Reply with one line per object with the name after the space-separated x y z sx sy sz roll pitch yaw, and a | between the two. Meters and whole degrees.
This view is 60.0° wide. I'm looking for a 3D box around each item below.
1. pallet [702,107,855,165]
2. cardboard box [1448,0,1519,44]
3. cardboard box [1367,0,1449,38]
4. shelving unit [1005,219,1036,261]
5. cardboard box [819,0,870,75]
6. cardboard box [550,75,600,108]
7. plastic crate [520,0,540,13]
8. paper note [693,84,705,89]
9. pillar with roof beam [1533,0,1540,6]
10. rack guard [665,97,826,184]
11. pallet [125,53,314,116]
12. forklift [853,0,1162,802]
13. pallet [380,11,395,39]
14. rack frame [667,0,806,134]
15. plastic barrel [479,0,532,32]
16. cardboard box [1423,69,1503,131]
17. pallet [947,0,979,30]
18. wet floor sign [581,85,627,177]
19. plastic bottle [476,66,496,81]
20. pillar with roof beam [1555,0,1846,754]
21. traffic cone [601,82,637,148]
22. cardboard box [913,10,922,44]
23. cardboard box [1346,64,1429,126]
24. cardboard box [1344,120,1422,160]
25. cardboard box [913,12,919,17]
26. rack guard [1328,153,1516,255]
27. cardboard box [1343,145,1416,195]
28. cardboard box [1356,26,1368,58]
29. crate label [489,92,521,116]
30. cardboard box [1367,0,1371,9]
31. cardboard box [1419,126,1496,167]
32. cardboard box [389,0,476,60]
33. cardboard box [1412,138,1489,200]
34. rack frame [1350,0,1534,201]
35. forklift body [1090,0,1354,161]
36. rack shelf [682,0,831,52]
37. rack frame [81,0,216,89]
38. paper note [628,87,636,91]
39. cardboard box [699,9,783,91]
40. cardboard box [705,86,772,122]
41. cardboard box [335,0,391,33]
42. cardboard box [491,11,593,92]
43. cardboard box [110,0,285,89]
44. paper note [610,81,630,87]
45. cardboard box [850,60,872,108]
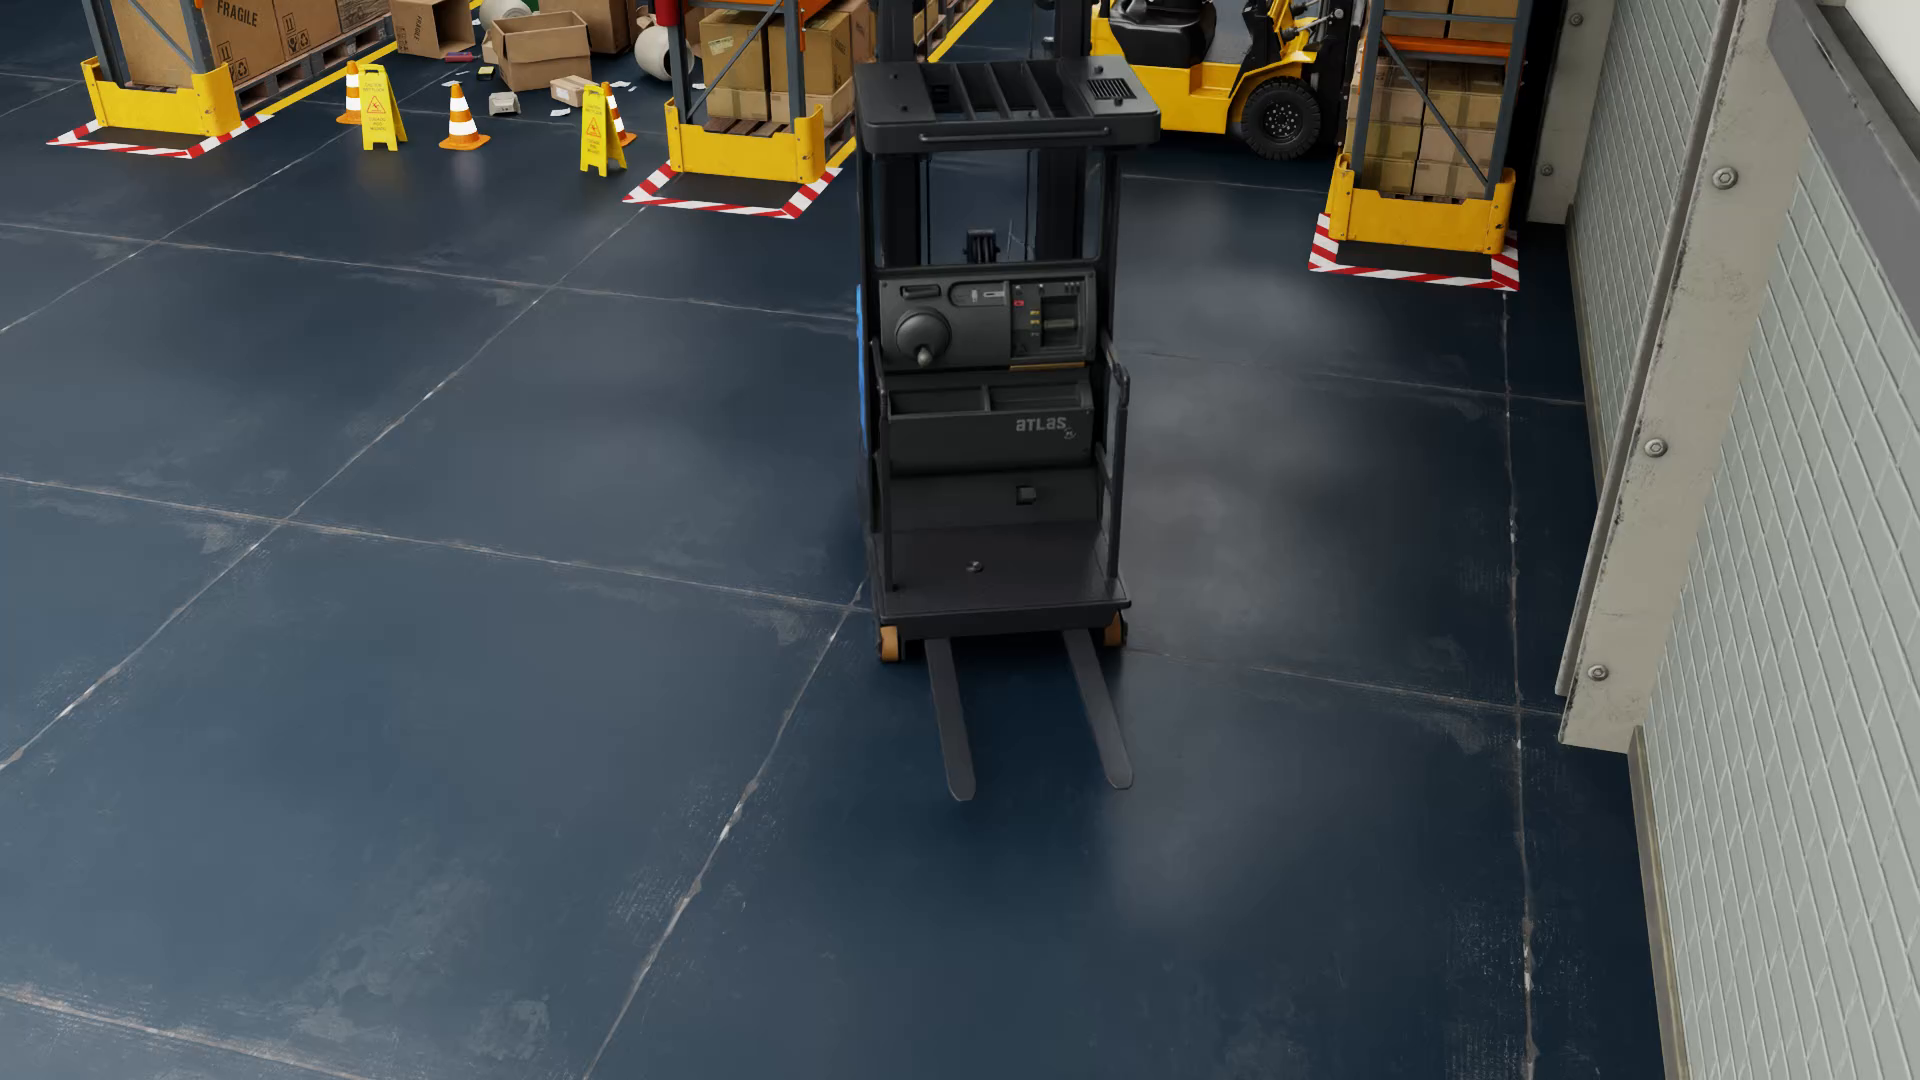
-1.377 -3.332 13.294 1.003 0.211 1.213 8 33 12 | pallet
3.560 -3.640 11.086 0.500 0.500 0.500 9 34 14 | cardboard box
3.037 -3.712 11.199 0.500 0.500 0.500 7 33 11 | cardboard box
0.341 -1.100 8.848 0.189 1.200 0.258 -11 33 -29 | shelving unit
-1.030 -4.051 13.299 0.500 0.500 0.500 7 33 11 | cardboard box
-3.258 -3.804 14.095 0.380 0.149 0.250 28 42 36 | cardboard box
-4.212 -5.319 16.388 0.662 0.188 0.450 -28 32 -37 | plastic crate
-2.249 -3.945 14.427 0.142 0.019 0.148 -3 33 -4 | paper note
1.573 -9.848 15.354 9.100 9.000 0.400 8 33 12 | pillar with roof beam
-1.617 -3.037 12.561 1.175 0.500 0.348 8 33 12 | rack guard
-6.323 -3.923 14.224 1.003 0.211 1.213 8 33 12 | pallet
0.149 -0.890 6.918 1.130 2.935 3.031 -4 33 -6 | forklift
-5.704 -5.189 16.215 1.003 0.211 1.213 8 33 12 | pallet
-1.636 -4.052 11.828 1.000 3.000 0.127 8 33 12 | rack frame
-4.239 -4.865 15.508 0.421 0.421 0.512 -21 38 -29 | plastic barrel
3.471 -3.041 11.477 0.500 0.250 0.500 8 33 12 | cardboard box
-0.425 -5.355 16.477 1.003 0.211 1.213 8 33 12 | pallet
-2.720 -3.106 12.534 0.267 0.644 0.232 20 38 29 | wet floor sign
-4.184 -4.132 14.693 0.133 0.061 0.283 -3 33 -4 | plastic bottle
-1.472 -3.621 5.559 9.100 9.000 0.400 8 33 12 | pillar with roof beam
-2.775 -3.380 13.136 0.336 0.463 0.334 8 33 12 | traffic cone
-0.637 -4.524 14.742 0.500 0.250 0.500 7 33 11 | cardboard box
2.981 -3.099 11.568 0.500 0.250 0.500 9 34 14 | cardboard box
2.987 -2.901 11.724 0.500 0.250 0.500 8 33 12 | cardboard box
-0.639 -4.854 14.561 0.500 0.500 0.500 9 33 13 | cardboard box
3.160 -2.311 11.419 1.175 0.500 0.348 8 33 12 | rack guard
2.979 -2.682 11.845 0.500 0.250 0.500 8 33 13 | cardboard box
3.223 -3.628 12.400 0.500 0.250 0.500 8 33 13 | cardboard box
-3.795 -3.634 13.839 0.250 0.136 0.298 -8 33 -13 | crate label
3.500 -4.161 13.239 0.500 0.250 0.500 9 34 14 | cardboard box
3.486 -2.822 11.599 0.500 0.250 0.500 9 33 13 | cardboard box
-4.836 -4.750 15.254 0.500 0.500 0.500 14 35 21 | cardboard box
3.480 -2.624 11.752 0.500 0.250 0.500 8 33 13 | cardboard box
3.166 -3.378 10.768 1.000 3.000 0.127 8 33 12 | rack frame
1.882 -4.253 12.935 2.313 2.155 1.214 8 33 12 | forklift body
-1.129 -4.787 13.654 1.077 0.370 4.000 8 33 12 | rack shelf
-6.450 -4.674 12.806 1.000 3.000 0.127 8 33 12 | rack frame
-2.830 -3.902 14.378 0.032 0.001 0.123 8 33 12 | paper note
-1.685 -3.837 12.962 0.500 0.500 0.500 8 33 13 | cardboard box
-1.685 -3.538 13.190 0.500 0.250 0.500 8 33 12 | cardboard box
-5.887 -5.245 15.293 0.875 0.875 0.875 8 33 13 | cardboard box
-3.639 -4.255 14.474 0.797 0.503 0.637 -14 35 -21 | cardboard box
-6.342 -4.315 13.831 0.875 0.875 0.875 8 33 13 | cardboard box
-2.961 -3.976 14.487 0.148 0.019 0.142 20 38 29 | paper note
-1.027 -3.714 13.468 0.500 0.250 0.500 9 34 14 | cardboard box
